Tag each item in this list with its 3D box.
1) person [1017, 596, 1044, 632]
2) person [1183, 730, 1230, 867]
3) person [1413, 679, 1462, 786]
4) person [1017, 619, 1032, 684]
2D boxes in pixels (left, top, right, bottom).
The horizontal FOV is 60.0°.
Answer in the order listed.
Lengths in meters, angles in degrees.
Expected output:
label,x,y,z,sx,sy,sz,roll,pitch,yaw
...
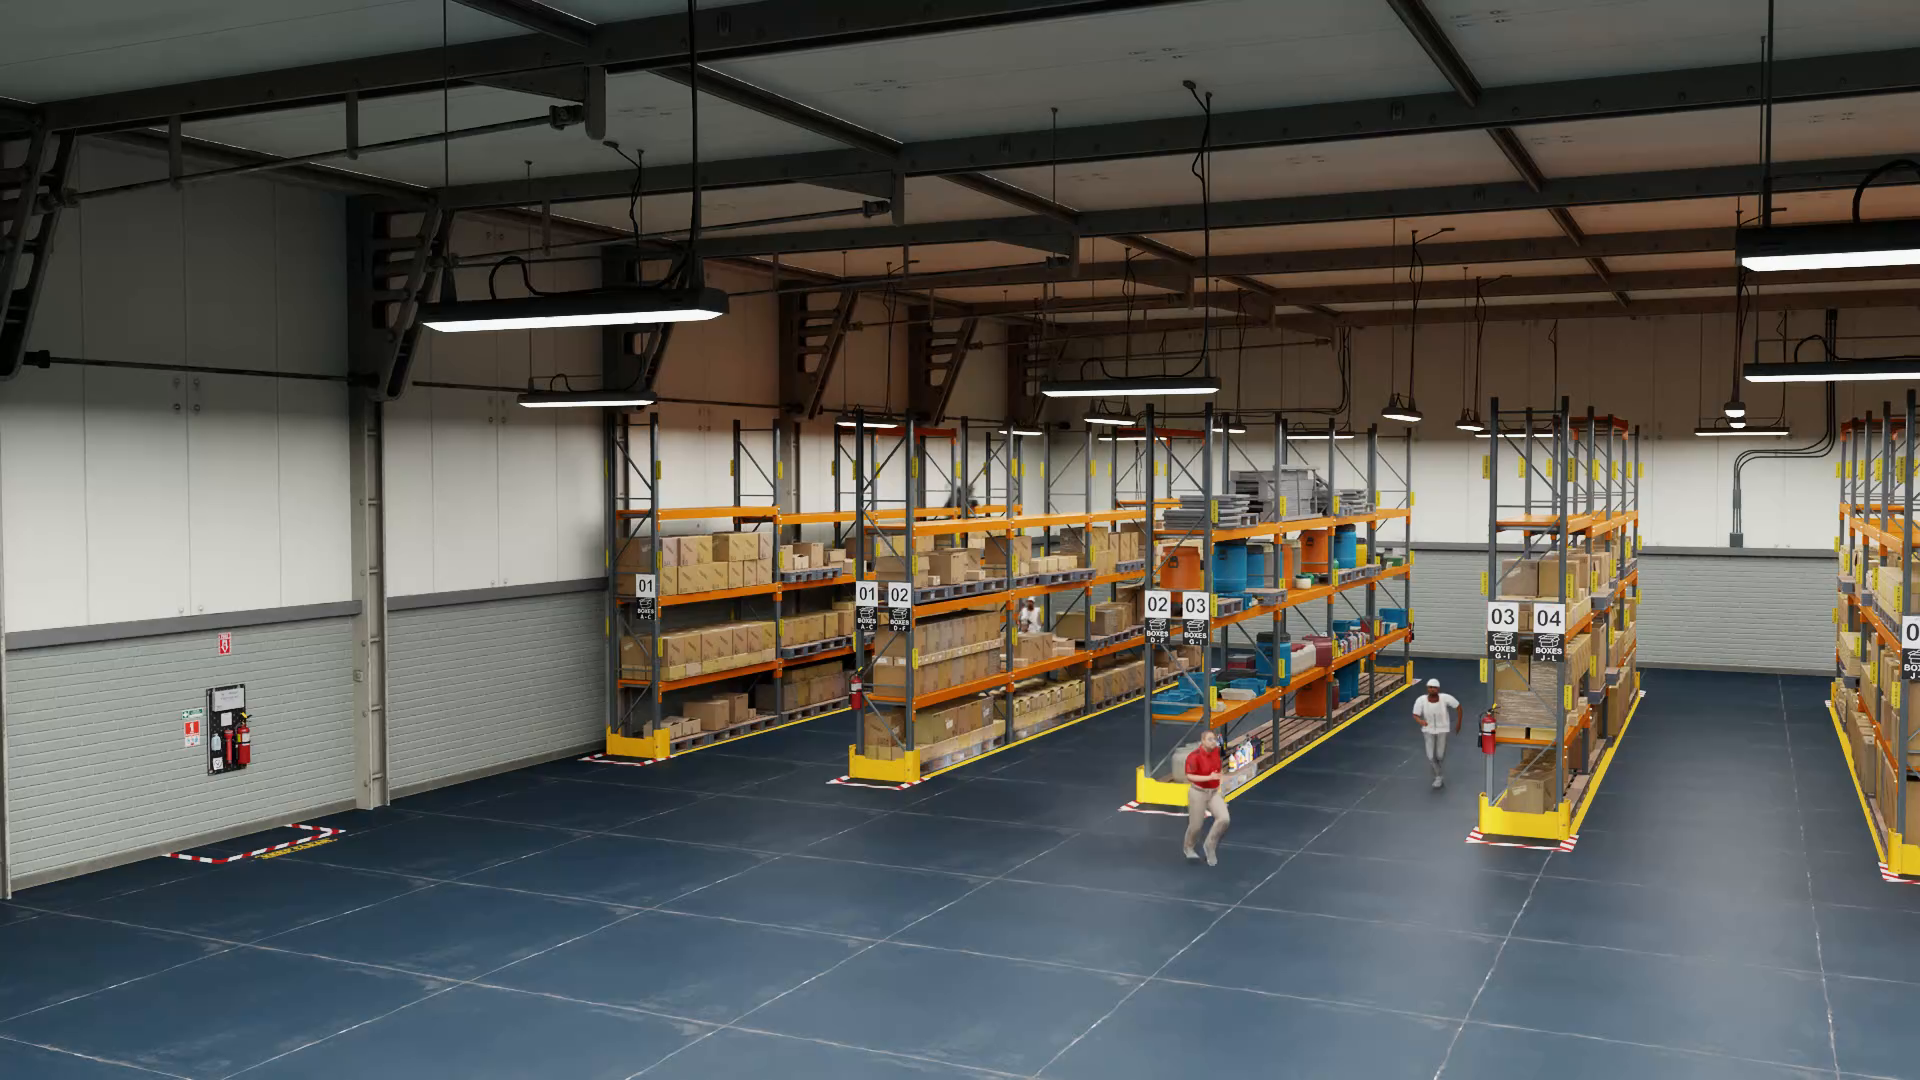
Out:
label,x,y,z,sx,sy,sz,roll,pitch,yaw
person,1.676,2.217,39.689,0.678,1.742,0.581,1,2,14
person,3.109,3.264,21.065,0.692,1.730,0.837,-1,3,-30
person,7.535,3.047,26.288,0.748,1.711,0.654,1,3,21
person,1.386,2.580,35.912,0.648,1.754,0.618,1,3,18
